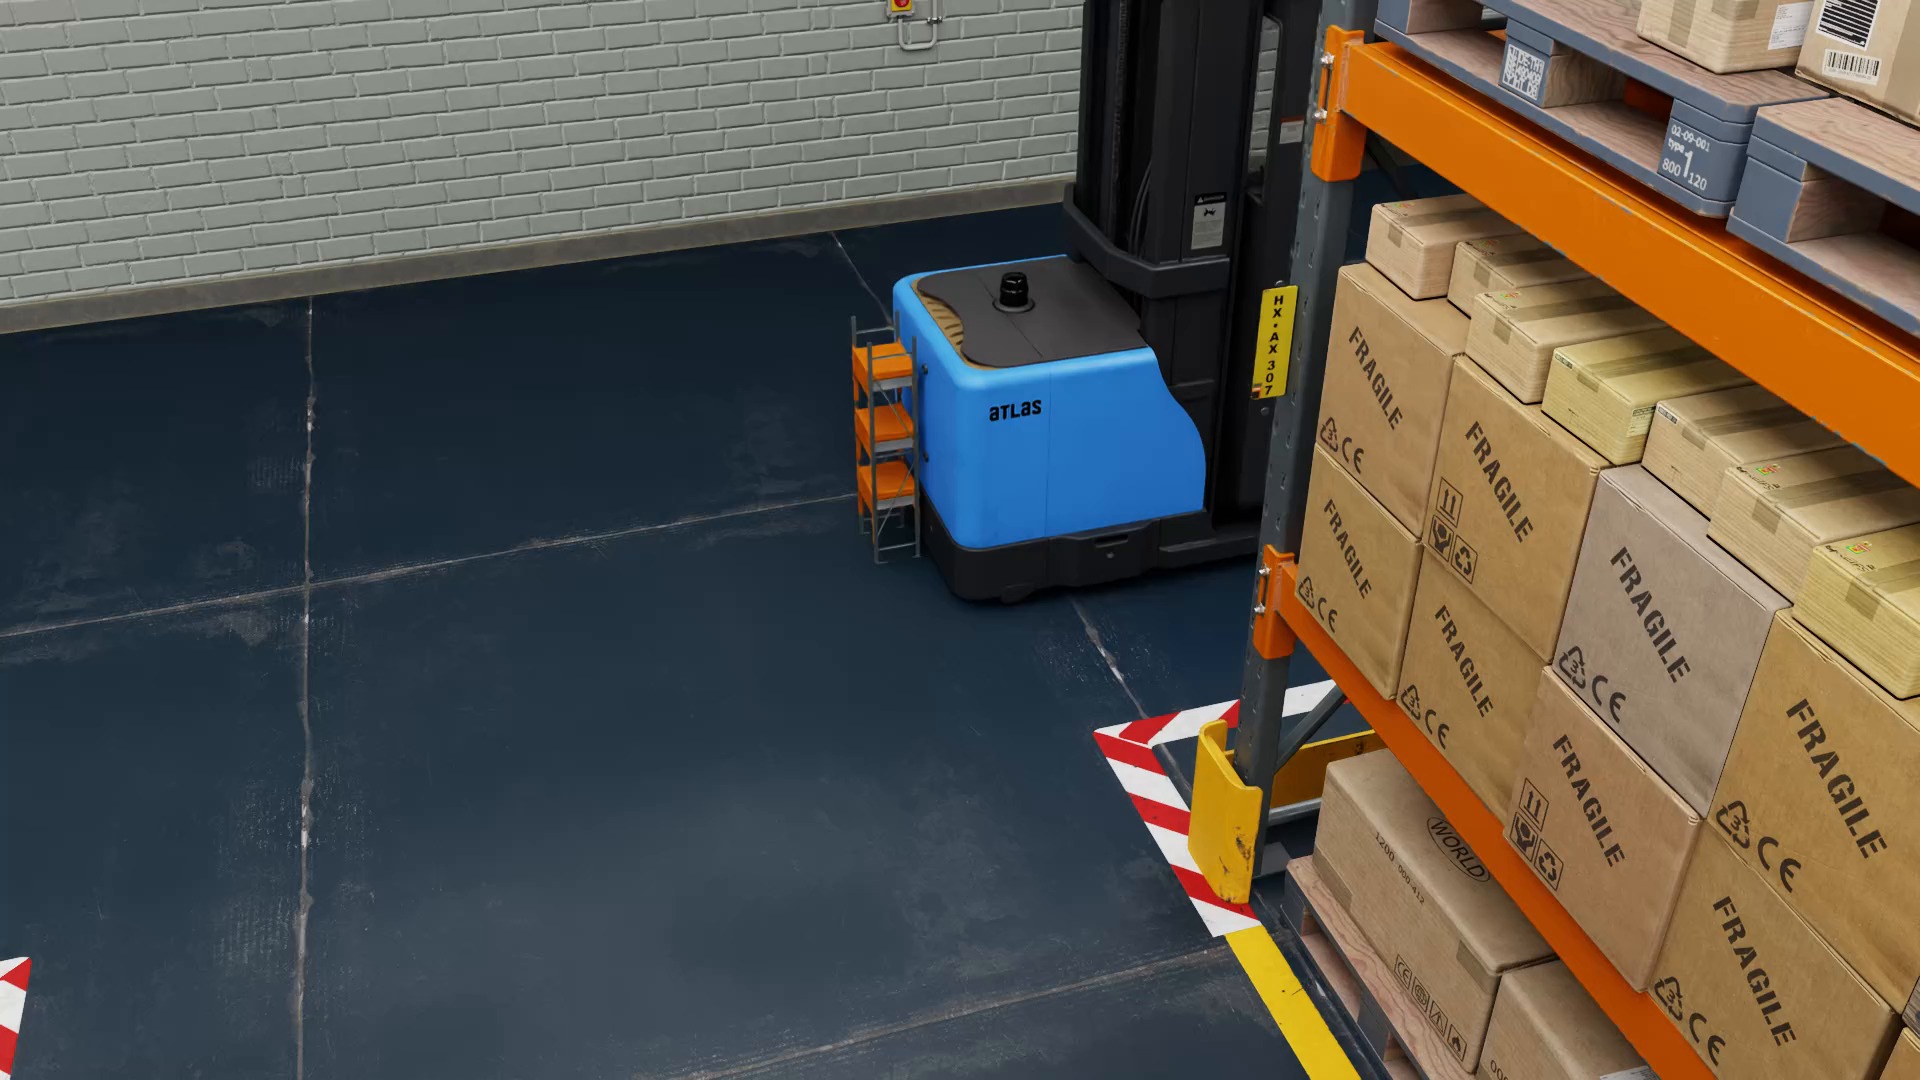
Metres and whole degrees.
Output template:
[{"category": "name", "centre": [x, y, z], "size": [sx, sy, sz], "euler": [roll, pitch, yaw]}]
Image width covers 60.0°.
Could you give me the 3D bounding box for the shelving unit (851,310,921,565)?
[{"category": "shelving unit", "centre": [-0.305, -0.415, 6.925], "size": [0.215, 1.050, 0.252], "euler": [-10, 35, -15]}]

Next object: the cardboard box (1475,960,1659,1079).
[{"category": "cardboard box", "centre": [1.959, 1.478, 4.235], "size": [0.875, 0.438, 0.875], "euler": [-9, 35, -13]}]

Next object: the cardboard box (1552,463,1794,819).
[{"category": "cardboard box", "centre": [1.579, 0.156, 3.296], "size": [0.500, 0.500, 0.500], "euler": [-10, 35, -15]}]

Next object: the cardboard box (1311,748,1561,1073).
[{"category": "cardboard box", "centre": [1.671, 0.999, 4.960], "size": [0.875, 0.438, 0.875], "euler": [-11, 35, -16]}]

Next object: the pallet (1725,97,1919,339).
[{"category": "pallet", "centre": [1.987, -0.409, 2.508], "size": [1.003, 0.211, 1.213], "euler": [-10, 35, -15]}]

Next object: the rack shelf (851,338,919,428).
[{"category": "rack shelf", "centre": [-0.305, -0.643, 6.775], "size": [0.215, 0.259, 0.240], "euler": [-10, 35, -15]}]

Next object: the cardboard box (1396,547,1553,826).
[{"category": "cardboard box", "centre": [1.429, 0.295, 3.992], "size": [0.500, 0.500, 0.500], "euler": [-10, 35, -15]}]

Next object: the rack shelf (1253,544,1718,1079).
[{"category": "rack shelf", "centre": [1.985, 1.126, 3.478], "size": [1.077, 0.370, 4.000], "euler": [-10, 35, -15]}]

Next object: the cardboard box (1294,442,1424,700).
[{"category": "cardboard box", "centre": [1.248, 0.034, 4.386], "size": [0.500, 0.500, 0.500], "euler": [-10, 35, -15]}]

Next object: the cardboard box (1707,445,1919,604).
[{"category": "cardboard box", "centre": [1.601, -0.037, 2.999], "size": [0.380, 0.149, 0.250], "euler": [-10, 35, -14]}]

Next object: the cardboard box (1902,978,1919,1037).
[{"category": "cardboard box", "centre": [1.877, 0.682, 2.499], "size": [0.500, 0.500, 0.500], "euler": [-10, 35, -14]}]

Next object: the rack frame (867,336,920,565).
[{"category": "rack frame", "centre": [-0.268, -0.351, 6.828], "size": [0.200, 1.050, 0.008], "euler": [-10, 35, -15]}]

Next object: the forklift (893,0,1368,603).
[{"category": "forklift", "centre": [1.279, -1.433, 6.760], "size": [3.031, 2.935, 1.130], "euler": [-10, 35, -15]}]

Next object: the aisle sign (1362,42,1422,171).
[{"category": "aisle sign", "centre": [1.077, -1.298, 4.135], "size": [0.394, 0.787, 0.004], "euler": [-10, 35, -15]}]

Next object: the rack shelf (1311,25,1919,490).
[{"category": "rack shelf", "centre": [1.985, -0.125, 2.651], "size": [1.077, 0.370, 4.000], "euler": [-10, 35, -15]}]

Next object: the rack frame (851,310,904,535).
[{"category": "rack frame", "centre": [-0.343, -0.479, 7.022], "size": [0.200, 1.050, 0.008], "euler": [-10, 35, -15]}]

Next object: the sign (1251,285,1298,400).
[{"category": "sign", "centre": [0.844, -0.528, 4.471], "size": [0.100, 0.325, 0.005], "euler": [-10, 35, -15]}]

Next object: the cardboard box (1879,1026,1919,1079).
[{"category": "cardboard box", "centre": [1.881, 1.103, 2.769], "size": [0.500, 0.500, 0.500], "euler": [-11, 35, -15]}]

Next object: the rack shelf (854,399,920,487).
[{"category": "rack shelf", "centre": [-0.305, -0.406, 6.931], "size": [0.215, 0.259, 0.240], "euler": [-10, 35, -15]}]

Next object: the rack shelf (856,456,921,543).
[{"category": "rack shelf", "centre": [-0.305, -0.174, 7.084], "size": [0.215, 0.259, 0.240], "euler": [-10, 35, -15]}]

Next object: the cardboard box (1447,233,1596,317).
[{"category": "cardboard box", "centre": [1.367, -0.595, 3.844], "size": [0.380, 0.149, 0.250], "euler": [-9, 35, -14]}]

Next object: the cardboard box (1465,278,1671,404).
[{"category": "cardboard box", "centre": [1.337, -0.439, 3.608], "size": [0.380, 0.149, 0.250], "euler": [-9, 34, -13]}]

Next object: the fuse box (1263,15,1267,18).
[{"category": "fuse box", "centre": [1.678, -2.920, 10.117], "size": [0.539, 1.711, 0.414], "euler": [-10, 35, -15]}]

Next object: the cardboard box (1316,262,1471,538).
[{"category": "cardboard box", "centre": [1.250, -0.383, 4.111], "size": [0.500, 0.500, 0.500], "euler": [-11, 35, -16]}]

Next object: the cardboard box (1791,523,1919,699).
[{"category": "cardboard box", "centre": [1.652, 0.101, 2.791], "size": [0.380, 0.149, 0.250], "euler": [-11, 35, -16]}]

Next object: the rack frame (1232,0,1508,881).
[{"category": "rack frame", "centre": [1.375, -0.224, 4.868], "size": [1.000, 3.000, 0.127], "euler": [-10, 35, -15]}]

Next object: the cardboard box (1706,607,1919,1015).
[{"category": "cardboard box", "centre": [1.732, 0.418, 2.899], "size": [0.500, 0.500, 0.500], "euler": [-10, 35, -15]}]

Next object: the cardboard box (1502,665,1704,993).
[{"category": "cardboard box", "centre": [1.567, 0.565, 3.583], "size": [0.500, 0.500, 0.500], "euler": [-10, 35, -15]}]

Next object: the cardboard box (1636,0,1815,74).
[{"category": "cardboard box", "centre": [1.488, -0.978, 3.044], "size": [0.380, 0.149, 0.250], "euler": [-9, 34, -13]}]

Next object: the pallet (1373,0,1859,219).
[{"category": "pallet", "centre": [1.611, -1.051, 3.479], "size": [1.003, 0.211, 1.213], "euler": [-10, 35, -15]}]

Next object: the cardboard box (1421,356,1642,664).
[{"category": "cardboard box", "centre": [1.414, -0.113, 3.703], "size": [0.500, 0.500, 0.500], "euler": [-11, 35, -16]}]

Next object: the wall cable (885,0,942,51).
[{"category": "wall cable", "centre": [-0.367, -3.618, 9.054], "size": [0.585, 1.953, 0.123], "euler": [-10, 35, -15]}]

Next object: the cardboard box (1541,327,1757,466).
[{"category": "cardboard box", "centre": [1.435, -0.304, 3.403], "size": [0.380, 0.149, 0.250], "euler": [-11, 35, -16]}]

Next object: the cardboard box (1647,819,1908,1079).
[{"category": "cardboard box", "centre": [1.735, 0.826, 3.189], "size": [0.500, 0.500, 0.500], "euler": [-9, 34, -13]}]

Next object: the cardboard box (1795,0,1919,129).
[{"category": "cardboard box", "centre": [1.784, -0.861, 2.721], "size": [0.500, 0.311, 0.500], "euler": [-9, 35, -14]}]

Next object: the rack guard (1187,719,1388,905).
[{"category": "rack guard", "centre": [1.367, 0.806, 5.577], "size": [1.175, 0.500, 0.348], "euler": [-10, 35, -15]}]

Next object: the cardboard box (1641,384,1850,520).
[{"category": "cardboard box", "centre": [1.565, -0.175, 3.208], "size": [0.380, 0.149, 0.250], "euler": [-10, 35, -14]}]

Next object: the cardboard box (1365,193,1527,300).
[{"category": "cardboard box", "centre": [1.219, -0.721, 4.034], "size": [0.380, 0.149, 0.250], "euler": [-9, 35, -14]}]

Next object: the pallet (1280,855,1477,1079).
[{"category": "pallet", "centre": [1.693, 1.346, 5.022], "size": [1.003, 0.211, 1.213], "euler": [-10, 35, -15]}]
